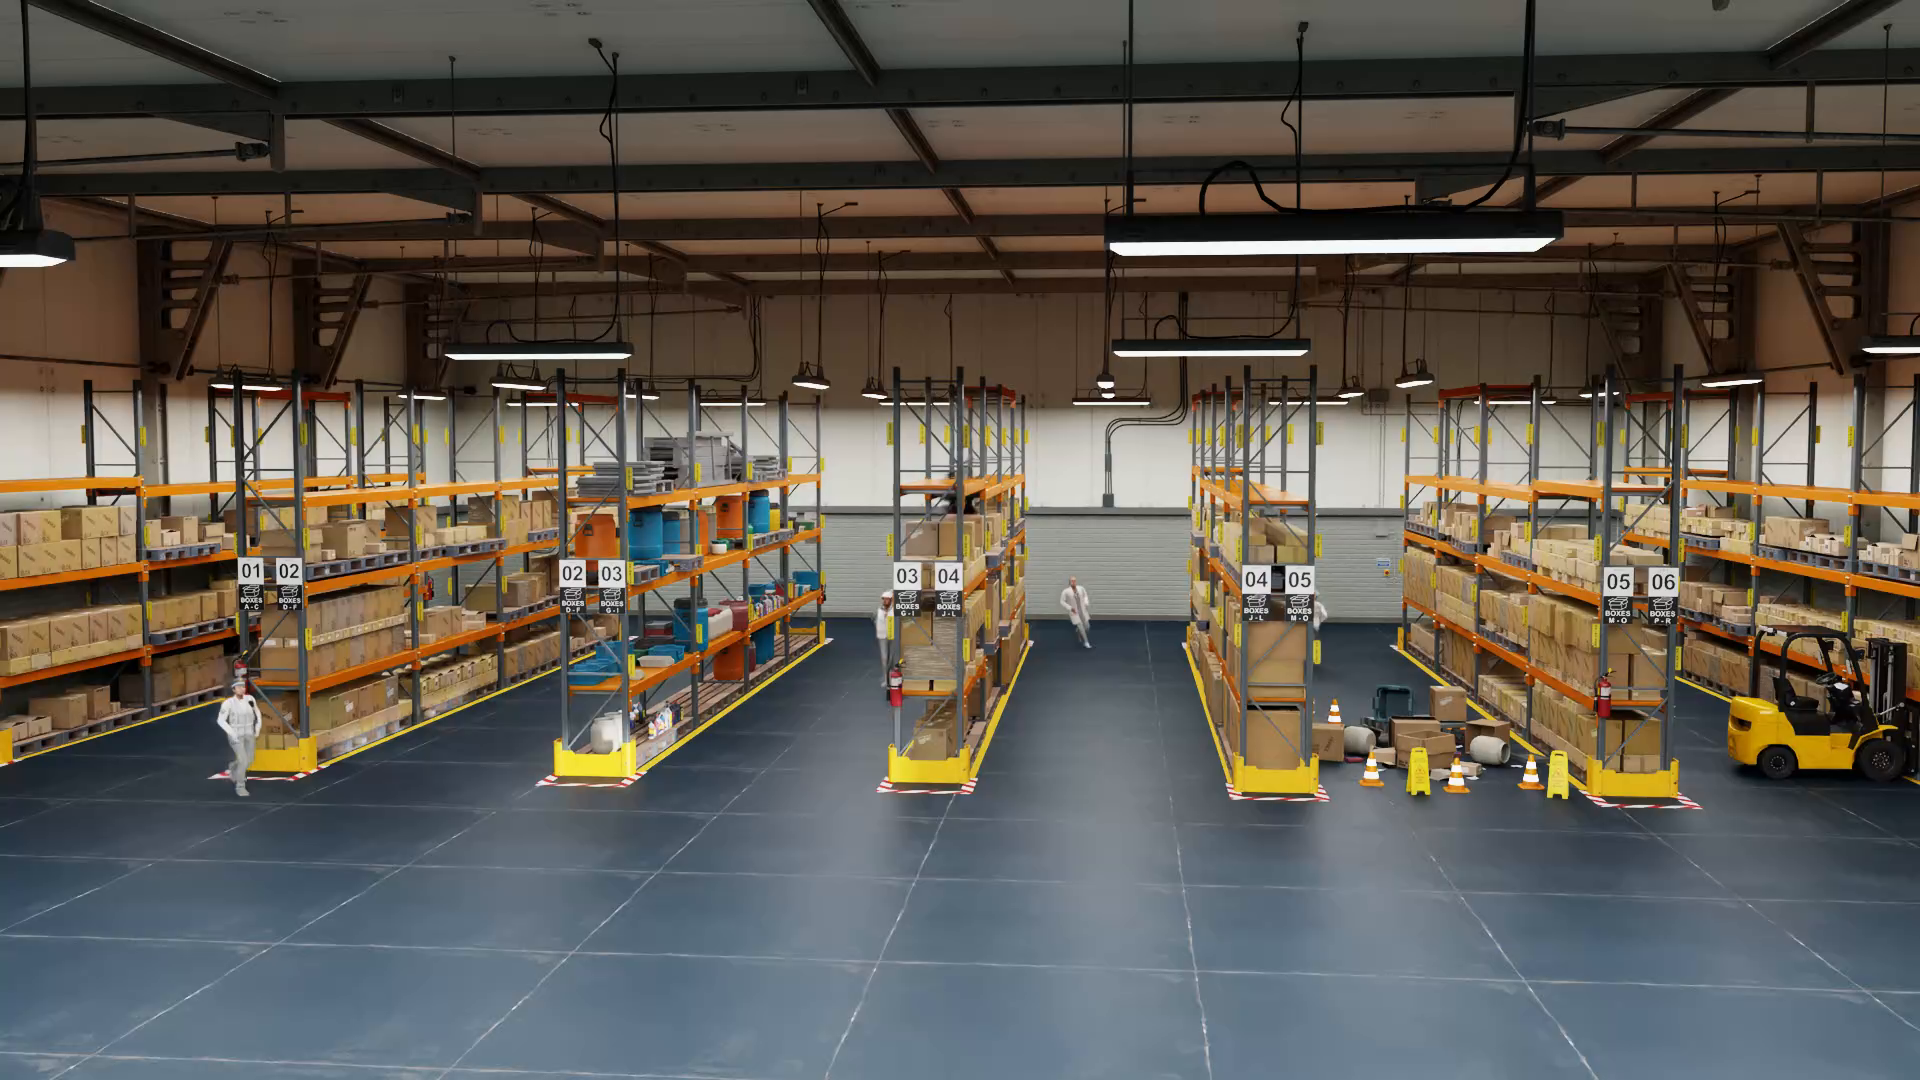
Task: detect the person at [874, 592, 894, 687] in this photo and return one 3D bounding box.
[{"bbox_3d":[-1.364,1.875,31.643,0.630,1.788,0.743,1,4,11],"label":"person"}]

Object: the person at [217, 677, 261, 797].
[{"bbox_3d":[-10.105,2.730,23.315,0.596,1.669,0.627,3,5,41],"label":"person"}]

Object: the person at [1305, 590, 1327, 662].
[{"bbox_3d":[7.746,1.906,36.530,0.618,1.650,0.651,-1,4,-9],"label":"person"}]

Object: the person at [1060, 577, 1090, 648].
[{"bbox_3d":[2.723,1.711,39.491,0.754,1.688,0.653,-1,4,-18],"label":"person"}]
